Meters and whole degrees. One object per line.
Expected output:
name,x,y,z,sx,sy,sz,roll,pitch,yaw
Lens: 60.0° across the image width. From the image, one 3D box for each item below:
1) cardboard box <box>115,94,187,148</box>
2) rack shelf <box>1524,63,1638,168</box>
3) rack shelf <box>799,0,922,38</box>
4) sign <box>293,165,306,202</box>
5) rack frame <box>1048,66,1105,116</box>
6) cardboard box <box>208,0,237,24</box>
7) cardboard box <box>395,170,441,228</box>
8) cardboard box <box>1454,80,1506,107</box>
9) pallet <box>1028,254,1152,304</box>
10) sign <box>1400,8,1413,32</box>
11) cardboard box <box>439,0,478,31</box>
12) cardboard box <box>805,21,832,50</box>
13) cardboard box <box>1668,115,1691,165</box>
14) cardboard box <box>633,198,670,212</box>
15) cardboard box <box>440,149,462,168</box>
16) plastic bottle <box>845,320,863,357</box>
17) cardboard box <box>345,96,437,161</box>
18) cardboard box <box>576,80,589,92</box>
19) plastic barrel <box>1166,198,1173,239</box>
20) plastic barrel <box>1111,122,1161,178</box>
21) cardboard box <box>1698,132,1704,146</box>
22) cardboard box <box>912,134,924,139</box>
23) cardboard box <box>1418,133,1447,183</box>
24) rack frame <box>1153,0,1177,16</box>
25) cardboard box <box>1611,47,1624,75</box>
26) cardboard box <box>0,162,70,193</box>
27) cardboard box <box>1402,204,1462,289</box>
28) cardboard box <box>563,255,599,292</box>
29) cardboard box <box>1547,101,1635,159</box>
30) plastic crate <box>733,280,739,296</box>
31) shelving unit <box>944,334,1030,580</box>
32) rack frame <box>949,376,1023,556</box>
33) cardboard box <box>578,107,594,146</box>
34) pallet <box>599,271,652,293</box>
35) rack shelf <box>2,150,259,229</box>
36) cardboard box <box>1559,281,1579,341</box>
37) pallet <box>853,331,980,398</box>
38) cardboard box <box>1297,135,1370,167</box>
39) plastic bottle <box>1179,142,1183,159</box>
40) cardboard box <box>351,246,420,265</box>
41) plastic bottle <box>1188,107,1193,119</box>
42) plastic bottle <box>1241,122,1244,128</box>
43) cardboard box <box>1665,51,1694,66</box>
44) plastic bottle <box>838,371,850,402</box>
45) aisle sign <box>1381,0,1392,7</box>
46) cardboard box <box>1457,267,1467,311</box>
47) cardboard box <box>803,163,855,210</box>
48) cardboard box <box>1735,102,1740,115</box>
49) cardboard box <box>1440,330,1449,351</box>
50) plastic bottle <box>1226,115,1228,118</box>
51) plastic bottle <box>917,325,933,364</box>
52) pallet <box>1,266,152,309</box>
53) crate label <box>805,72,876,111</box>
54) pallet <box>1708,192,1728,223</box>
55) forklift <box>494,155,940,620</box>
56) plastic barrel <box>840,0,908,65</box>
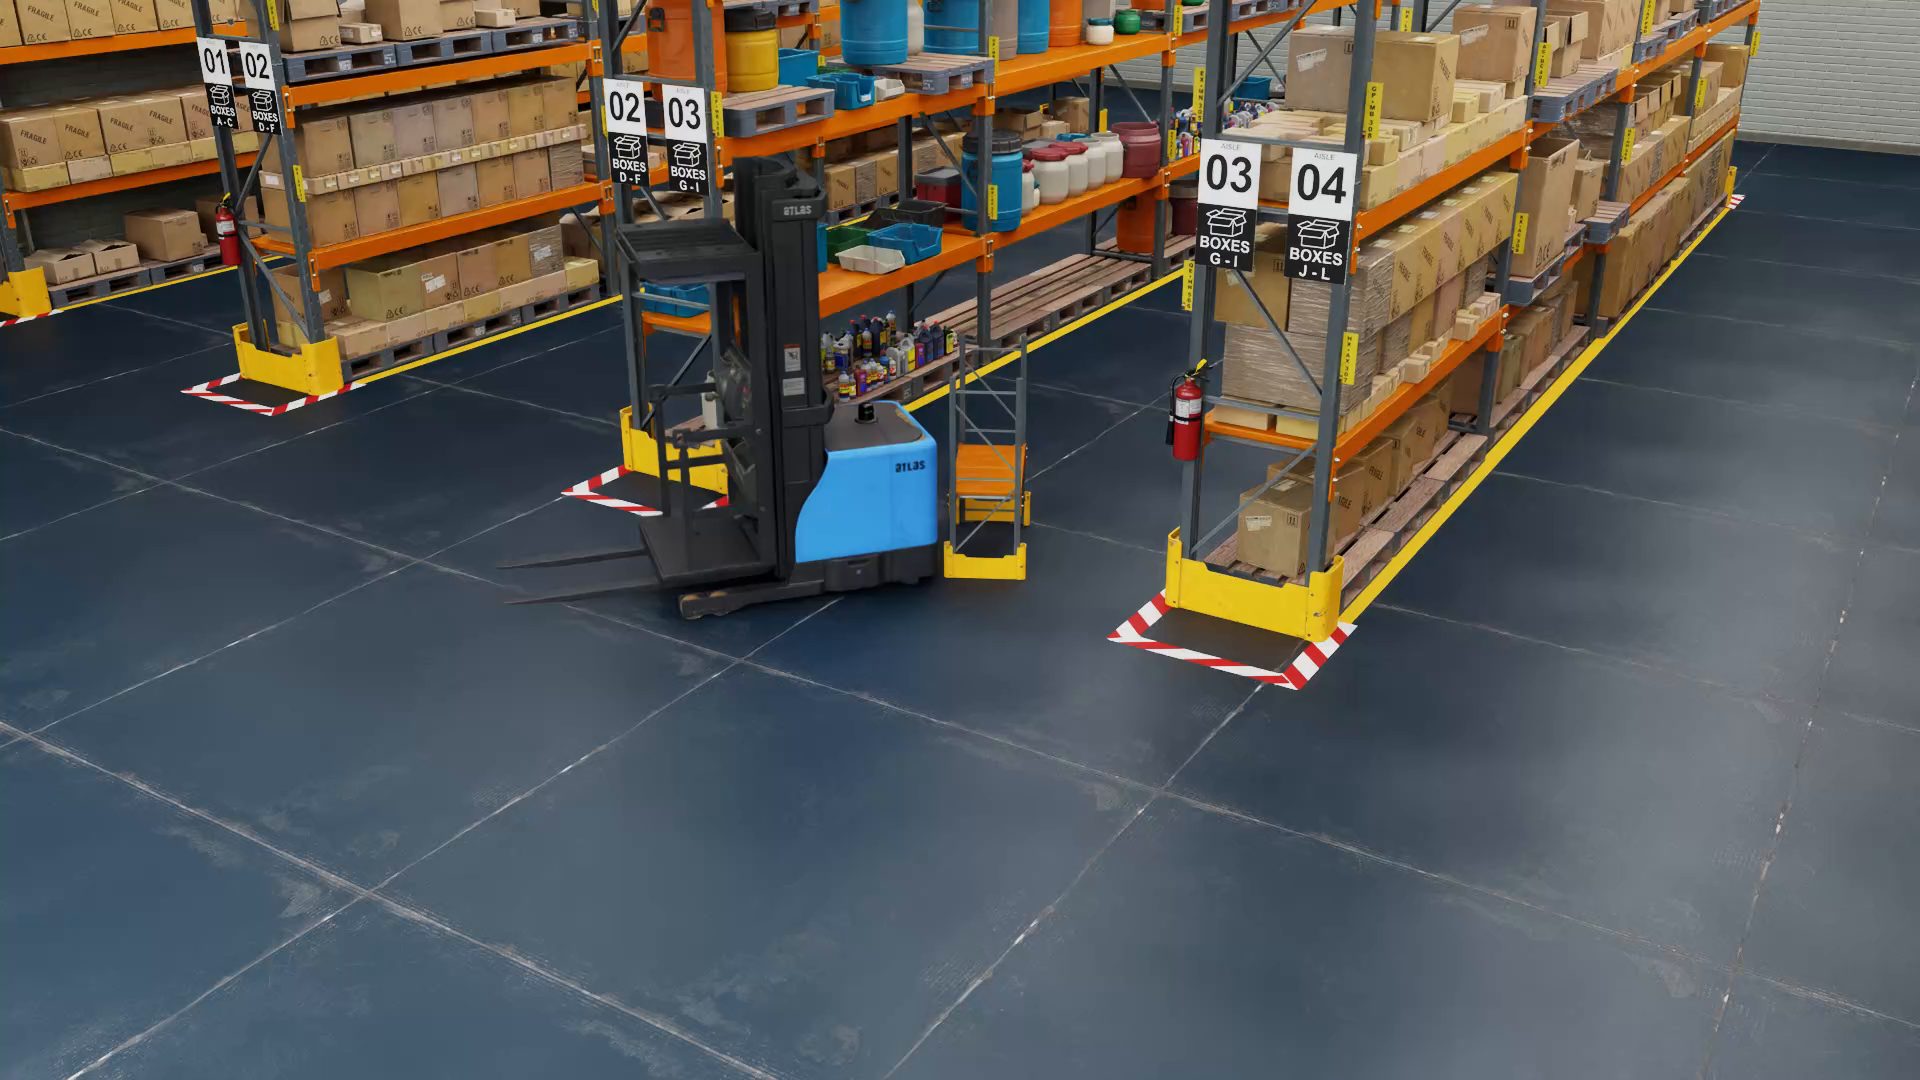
cardboard box,-9.359,-4.854,19.242,0.500,0.500,0.500,15,27,31
rack shelf,5.114,-3.914,14.982,1.077,0.370,4.000,14,27,29
rack shelf,-1.190,-7.342,22.899,1.077,0.370,4.000,14,27,29
sign,-5.997,-3.235,15.094,0.100,0.325,0.005,14,27,29
rack frame,1.975,-8.320,28.030,1.000,3.000,0.127,14,27,29
cardboard box,-8.900,-6.348,19.548,0.500,0.500,0.500,11,26,25
cardboard box,-5.668,-3.465,16.689,0.700,0.500,0.500,14,27,29
cardboard box,3.855,-3.340,12.435,0.380,0.149,0.250,12,26,26
pallet,1.519,-3.048,19.360,1.003,0.211,1.213,14,27,29
sign,3.585,-4.103,13.364,0.100,0.325,0.005,14,27,29
cardboard box,-5.331,-5.422,16.723,0.797,0.503,0.637,17,29,35
cardboard box,-2.871,-9.073,29.390,0.980,0.700,0.700,14,27,29
cardboard box,8.264,-4.724,19.596,0.500,0.500,0.500,14,27,29
cardboard box,-3.851,-4.000,20.276,0.500,0.311,0.500,14,27,29
cardboard box,-5.264,-3.870,16.806,0.380,0.149,0.250,14,27,29
plastic bottle,-1.027,-1.968,16.136,0.144,0.351,0.185,13,26,27
cardboard box,-5.642,-4.083,16.483,0.700,0.500,0.500,14,27,29
cardboard box,-5.733,-6.769,24.736,0.380,0.149,0.250,15,27,31
plastic barrel,2.426,-4.010,20.676,0.421,0.512,0.421,0,23,0
plastic barrel,1.973,-4.423,18.856,0.600,0.536,0.708,14,27,29
cardboard box,8.994,-4.986,20.643,0.380,0.149,0.250,15,28,31
cardboard box,-0.869,-5.730,24.640,0.500,0.500,0.500,14,27,30
cardboard box,2.954,-2.601,11.231,0.500,0.250,0.500,14,27,29
rack frame,1.961,-7.334,18.200,1.000,3.000,0.127,14,27,29
cardboard box,5.876,-4.468,15.545,0.500,0.250,0.500,14,27,29
cardboard box,-10.149,-3.995,18.203,0.500,0.250,0.500,13,27,27
cardboard box,3.261,-2.119,11.946,0.500,0.500,0.500,14,27,29
cardboard box,-4.414,-2.999,18.669,0.500,0.250,0.500,14,27,29
cardboard box,6.568,-4.293,17.337,0.797,0.503,0.637,15,28,31
plastic crate,-1.902,-2.262,14.223,0.499,0.251,0.408,14,27,29
shelving unit,0.213,-0.625,12.142,0.587,1.500,1.083,2,23,4
rack frame,0.177,-0.420,11.668,0.500,1.500,0.032,2,23,4
cardboard box,-5.956,-6.084,25.041,0.750,0.750,0.750,13,27,28
pallet,-4.000,-3.247,19.821,1.003,0.211,1.213,14,27,29
rack shelf,-9.621,-4.302,19.653,1.077,0.370,4.000,14,27,29
cardboard box,5.832,-2.367,16.871,0.700,0.500,0.500,12,26,26
pallet,-0.539,-1.733,16.324,1.003,0.211,1.213,14,27,29
cardboard box,2.290,-2.378,10.214,0.380,0.149,0.250,14,27,29
plastic bottle,2.600,-4.634,19.765,0.097,0.201,0.097,0,23,0
cardboard box,-5.920,-2.779,17.218,0.500,0.500,0.500,14,27,29
plastic bottle,3.015,-5.485,21.637,0.152,0.276,0.135,14,27,29
plastic bottle,3.570,-5.255,21.199,0.097,0.201,0.097,0,23,0
cardboard box,9.374,-6.205,22.013,0.500,0.500,0.500,13,27,28
plastic bottle,-1.038,-1.377,14.872,0.097,0.271,0.097,0,23,0
aisle sign,6.468,-8.437,25.027,0.394,0.787,0.004,14,27,29
cardboard box,3.475,-2.075,13.103,0.875,0.500,0.500,14,27,29
cardboard box,-1.762,-4.769,22.418,0.500,0.500,0.500,15,28,31
cardboard box,10.481,-5.939,22.844,0.380,0.149,0.250,14,27,30
cardboard box,3.494,-1.532,12.665,0.380,0.149,0.250,14,27,29
plastic bottle,3.370,-5.274,21.154,0.097,0.271,0.097,0,23,0
plastic bottle,-0.345,-1.875,15.921,0.144,0.351,0.185,12,26,26
pallet,-10.177,-2.970,19.180,1.003,0.211,1.213,14,27,29
crate label,-0.991,-3.752,13.888,0.502,0.251,0.408,14,27,29
pallet,10.033,-4.677,23.124,1.003,0.211,1.213,14,27,29
forklift,-1.721,-1.037,11.291,3.031,2.935,1.130,-8,25,-17
plastic barrel,-0.765,-4.717,14.770,0.600,0.901,0.708,14,27,29
